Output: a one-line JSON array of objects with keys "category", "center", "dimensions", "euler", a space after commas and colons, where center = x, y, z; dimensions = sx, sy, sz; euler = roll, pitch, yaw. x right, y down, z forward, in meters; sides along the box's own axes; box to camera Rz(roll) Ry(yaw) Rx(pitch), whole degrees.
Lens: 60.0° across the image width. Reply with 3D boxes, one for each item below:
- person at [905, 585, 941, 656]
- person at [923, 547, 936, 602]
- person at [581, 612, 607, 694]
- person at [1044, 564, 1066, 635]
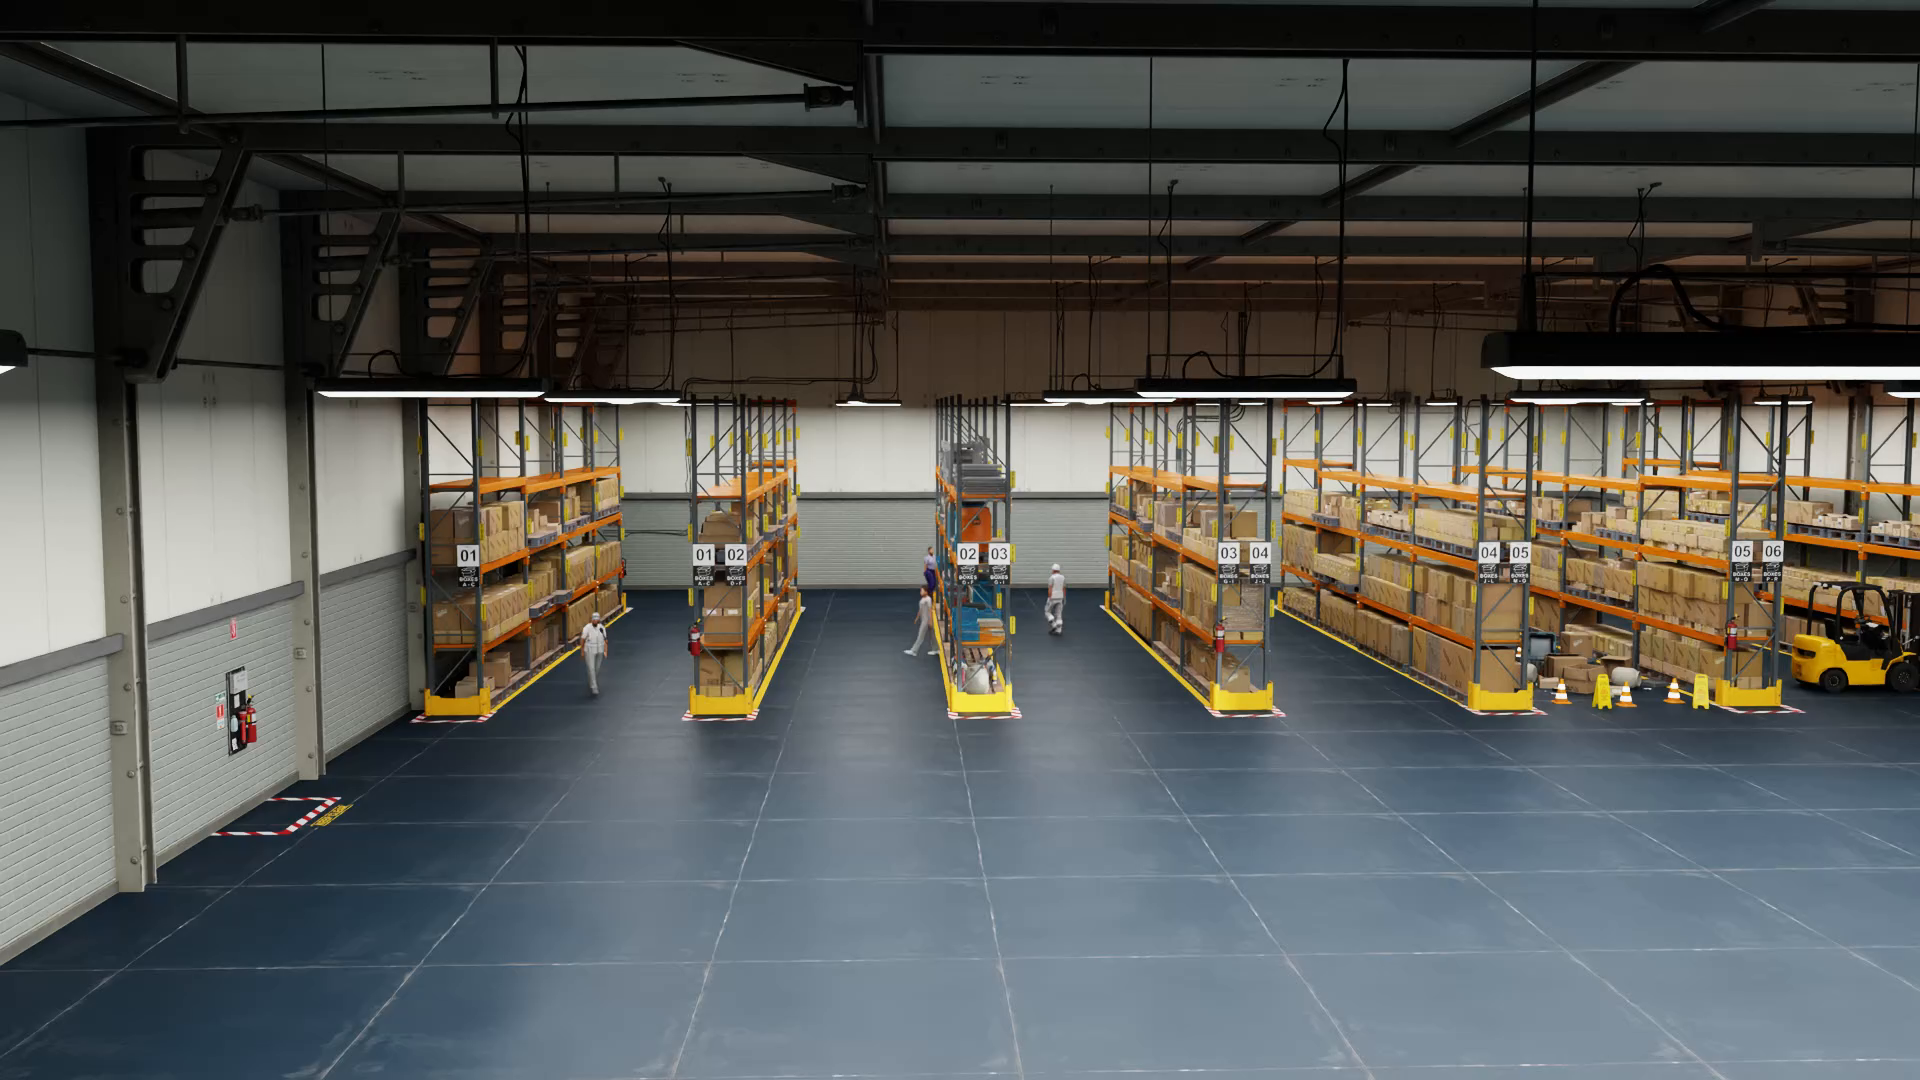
[{"category": "person", "center": [-0.867, 1.858, 38.508], "dimensions": [0.908, 1.637, 0.472], "euler": [-1, 5, -16]}, {"category": "person", "center": [-0.903, 1.000, 49.494], "dimensions": [0.682, 1.625, 0.481], "euler": [3, 6, 36]}, {"category": "person", "center": [-7.360, 2.258, 33.511], "dimensions": [0.525, 1.607, 0.991], "euler": [-4, 6, -39]}, {"category": "person", "center": [2.448, 1.505, 42.244], "dimensions": [0.602, 1.791, 0.467], "euler": [-3, 5, -33]}]
